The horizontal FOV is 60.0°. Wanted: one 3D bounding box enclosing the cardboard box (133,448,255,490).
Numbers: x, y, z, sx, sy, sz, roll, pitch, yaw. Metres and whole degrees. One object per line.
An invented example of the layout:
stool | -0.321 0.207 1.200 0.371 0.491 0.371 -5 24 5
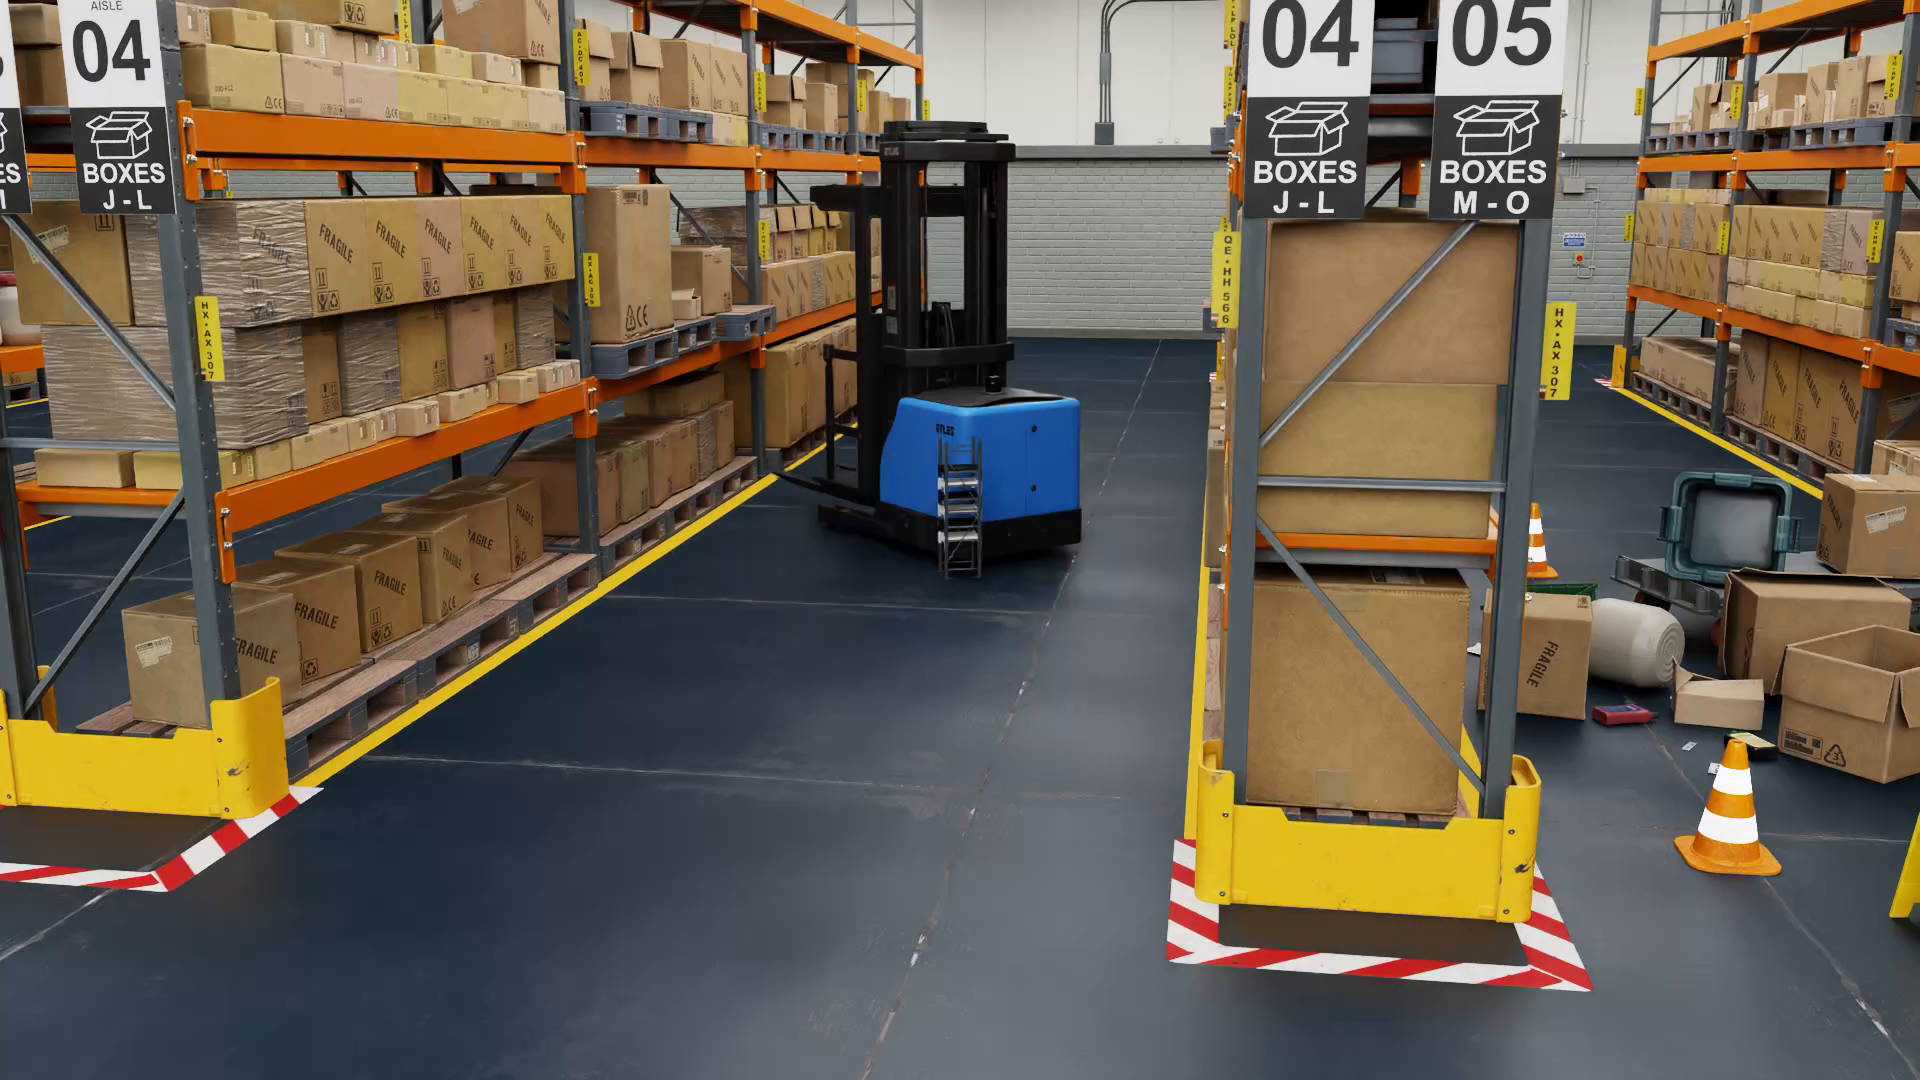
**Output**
cardboard box | -3.157 -0.299 6.859 0.380 0.149 0.250 2 12 9

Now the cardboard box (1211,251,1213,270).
cardboard box | 2.302 -2.344 13.939 0.380 0.149 0.250 1 12 6

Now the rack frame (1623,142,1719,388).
rack frame | 8.817 -3.380 20.558 1.000 3.000 0.127 2 12 9

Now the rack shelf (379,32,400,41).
rack shelf | -6.792 -4.998 16.483 1.077 0.370 4.000 2 12 9

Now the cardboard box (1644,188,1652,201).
cardboard box | 8.488 -4.170 20.072 0.380 0.149 0.250 2 12 10

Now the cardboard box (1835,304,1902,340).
cardboard box | 7.407 -1.755 13.374 0.500 0.250 0.500 1 12 7

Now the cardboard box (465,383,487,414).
cardboard box | -2.805 -0.768 9.031 0.380 0.149 0.250 2 12 9

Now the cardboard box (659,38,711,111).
cardboard box | -2.191 -3.478 12.470 0.500 0.500 0.500 2 12 10

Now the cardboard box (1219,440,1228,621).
cardboard box | 1.899 -0.059 9.196 0.875 0.875 0.875 2 12 10

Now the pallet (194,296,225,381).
pallet | -5.649 -0.290 8.365 6.086 2.096 2.714 2 12 9

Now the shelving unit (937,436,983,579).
shelving unit | 5.504 -0.661 7.481 9.713 3.194 8.724 -3 12 -12

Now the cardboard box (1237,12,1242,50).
cardboard box | 1.322 -2.079 6.761 0.380 0.149 0.250 2 12 8

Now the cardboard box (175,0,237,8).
cardboard box | -3.448 -2.606 7.718 0.500 0.500 0.500 2 12 9

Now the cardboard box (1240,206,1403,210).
cardboard box | 1.974 -1.547 9.132 0.875 0.550 0.550 2 12 9

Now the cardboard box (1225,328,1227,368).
cardboard box | 1.958 -1.293 10.635 0.500 0.500 0.500 2 12 8

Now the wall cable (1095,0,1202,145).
wall cable | 3.300 -9.272 26.020 2.277 5.999 0.120 2 12 9

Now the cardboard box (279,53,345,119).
cardboard box | -3.033 -1.963 7.218 0.500 0.250 0.500 2 12 7

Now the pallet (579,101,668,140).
pallet | -2.621 -2.703 10.741 1.213 0.211 1.003 2 12 9

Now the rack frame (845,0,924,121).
rack frame | -0.975 -6.634 21.416 1.000 3.000 0.127 2 12 9

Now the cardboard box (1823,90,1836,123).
cardboard box | 7.452 -3.619 13.867 0.396 0.266 0.258 2 12 7

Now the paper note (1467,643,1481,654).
paper note | 2.856 0.599 9.140 0.147 0.020 0.142 -7 14 -30

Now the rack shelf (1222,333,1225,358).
rack shelf | 2.987 -1.919 15.485 1.077 0.370 4.000 2 12 9

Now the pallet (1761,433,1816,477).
pallet | 7.972 -0.767 15.049 1.003 0.211 1.213 2 12 9

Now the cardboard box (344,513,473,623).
cardboard box | -3.021 0.147 9.129 0.500 0.500 0.500 1 12 4

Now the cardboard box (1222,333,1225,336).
cardboard box | 3.494 -2.524 20.943 0.380 0.149 0.250 1 12 6

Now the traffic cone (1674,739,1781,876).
traffic cone | 2.934 0.987 6.316 0.336 0.463 0.334 2 12 9

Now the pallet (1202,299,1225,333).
pallet | 2.684 -1.912 14.202 1.213 0.211 1.003 2 12 9

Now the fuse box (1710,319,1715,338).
fuse box | 11.714 -3.826 25.687 0.539 1.711 0.414 2 12 9

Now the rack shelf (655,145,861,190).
rack shelf | -1.898 -3.567 16.012 1.077 0.370 4.000 2 12 9

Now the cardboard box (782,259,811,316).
cardboard box | -1.710 -2.391 15.732 0.500 0.500 0.500 2 12 8

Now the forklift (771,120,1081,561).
forklift | -3.269 -1.878 13.751 4.090 2.935 8.841 -8 15 -34

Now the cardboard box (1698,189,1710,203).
cardboard box | 8.154 -3.686 17.827 0.380 0.149 0.250 2 12 8

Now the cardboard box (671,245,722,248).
cardboard box | -2.249 -2.176 13.738 0.500 0.500 0.500 0 12 2

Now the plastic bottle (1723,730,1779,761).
plastic bottle | 3.571 0.926 7.551 0.133 0.061 0.283 -2 12 -11

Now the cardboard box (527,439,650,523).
cardboard box | -2.613 -0.422 11.721 0.700 0.500 0.500 2 12 8

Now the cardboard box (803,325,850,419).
cardboard box | -1.806 -1.715 16.879 1.225 0.875 0.875 1 12 7

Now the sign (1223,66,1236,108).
sign | 2.144 -3.591 13.190 0.100 0.325 0.005 2 12 9

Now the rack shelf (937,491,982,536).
rack shelf | -0.001 -0.176 10.847 0.258 0.252 0.200 -3 12 -12

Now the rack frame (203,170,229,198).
rack frame | -10.763 -4.023 23.541 1.000 3.000 0.127 2 12 9

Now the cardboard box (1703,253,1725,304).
cardboard box | 8.020 -2.701 17.170 0.500 0.500 0.500 2 12 9

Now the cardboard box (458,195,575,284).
cardboard box | -2.618 -1.784 9.833 0.500 0.500 0.500 2 12 9

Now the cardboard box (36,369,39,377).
cardboard box | -11.100 -2.171 20.287 0.500 0.311 0.500 2 12 9

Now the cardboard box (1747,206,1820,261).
cardboard box | 7.799 -2.896 15.701 0.500 0.500 0.500 2 12 8

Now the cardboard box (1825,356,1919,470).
cardboard box | 7.775 -1.023 13.665 0.875 0.875 0.875 2 12 8

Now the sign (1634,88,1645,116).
sign | 8.269 -5.332 20.231 0.100 0.325 0.005 2 12 9

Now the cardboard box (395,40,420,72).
cardboard box | -2.912 -2.386 8.236 0.380 0.149 0.250 1 12 7

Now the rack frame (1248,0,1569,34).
rack frame | 1.449 -3.121 5.117 1.000 3.000 0.127 2 12 9

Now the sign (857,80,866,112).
sign | -1.053 -4.726 17.708 0.100 0.325 0.005 2 12 9

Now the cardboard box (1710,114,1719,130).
cardboard box | 8.024 -4.344 17.270 0.380 0.149 0.250 2 12 10

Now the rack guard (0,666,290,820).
rack guard | -3.425 0.836 6.930 1.175 0.500 0.348 2 12 9

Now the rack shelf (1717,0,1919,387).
rack shelf | 7.586 -2.732 12.611 1.077 3.170 8.000 2 12 9
